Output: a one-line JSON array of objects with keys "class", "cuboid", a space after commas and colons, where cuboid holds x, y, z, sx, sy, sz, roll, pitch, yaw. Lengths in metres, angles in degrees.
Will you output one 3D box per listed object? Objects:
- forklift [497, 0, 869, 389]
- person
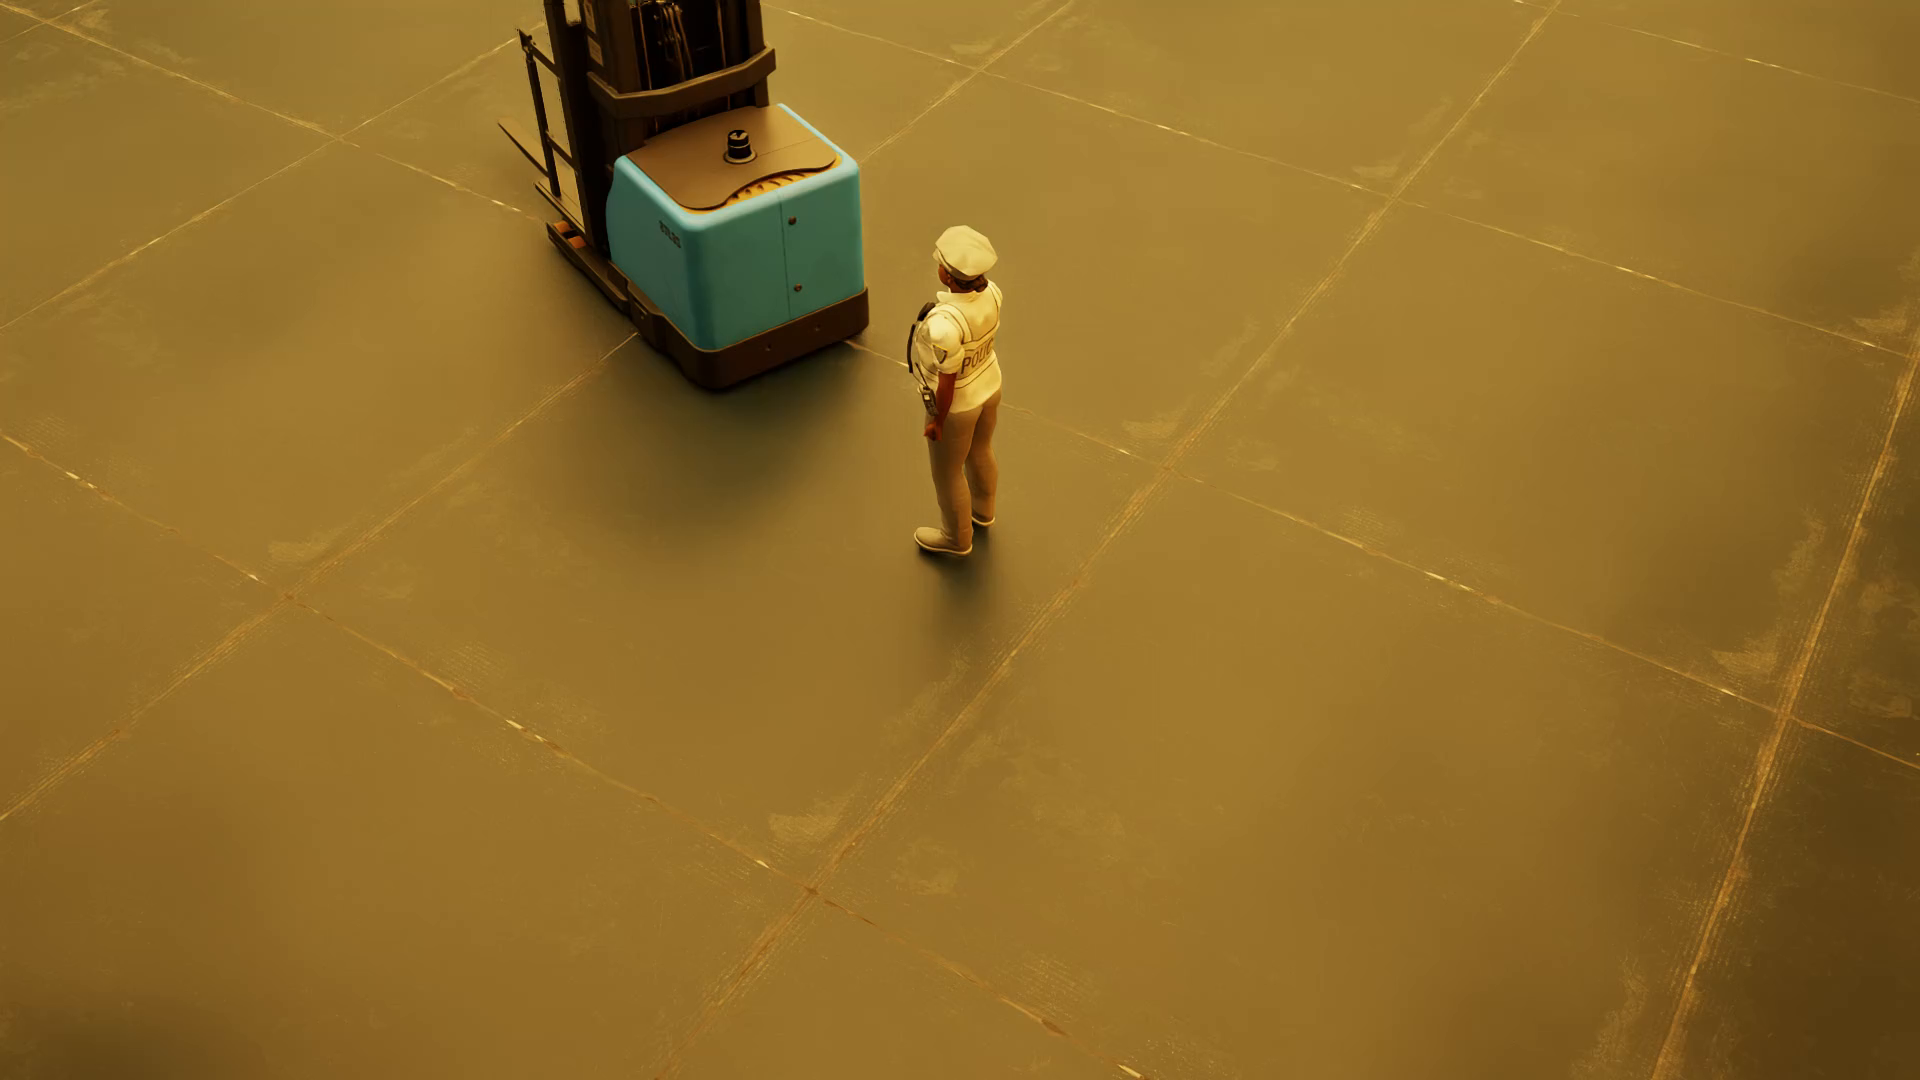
[{"class": "forklift", "cuboid": [-1.760, -2.833, 8.836, 1.130, 2.935, 3.031, -26, 49, -25]}, {"class": "person", "cuboid": [-0.006, -0.648, 7.377, 0.349, 1.694, 0.451, 24, 48, 23]}]
